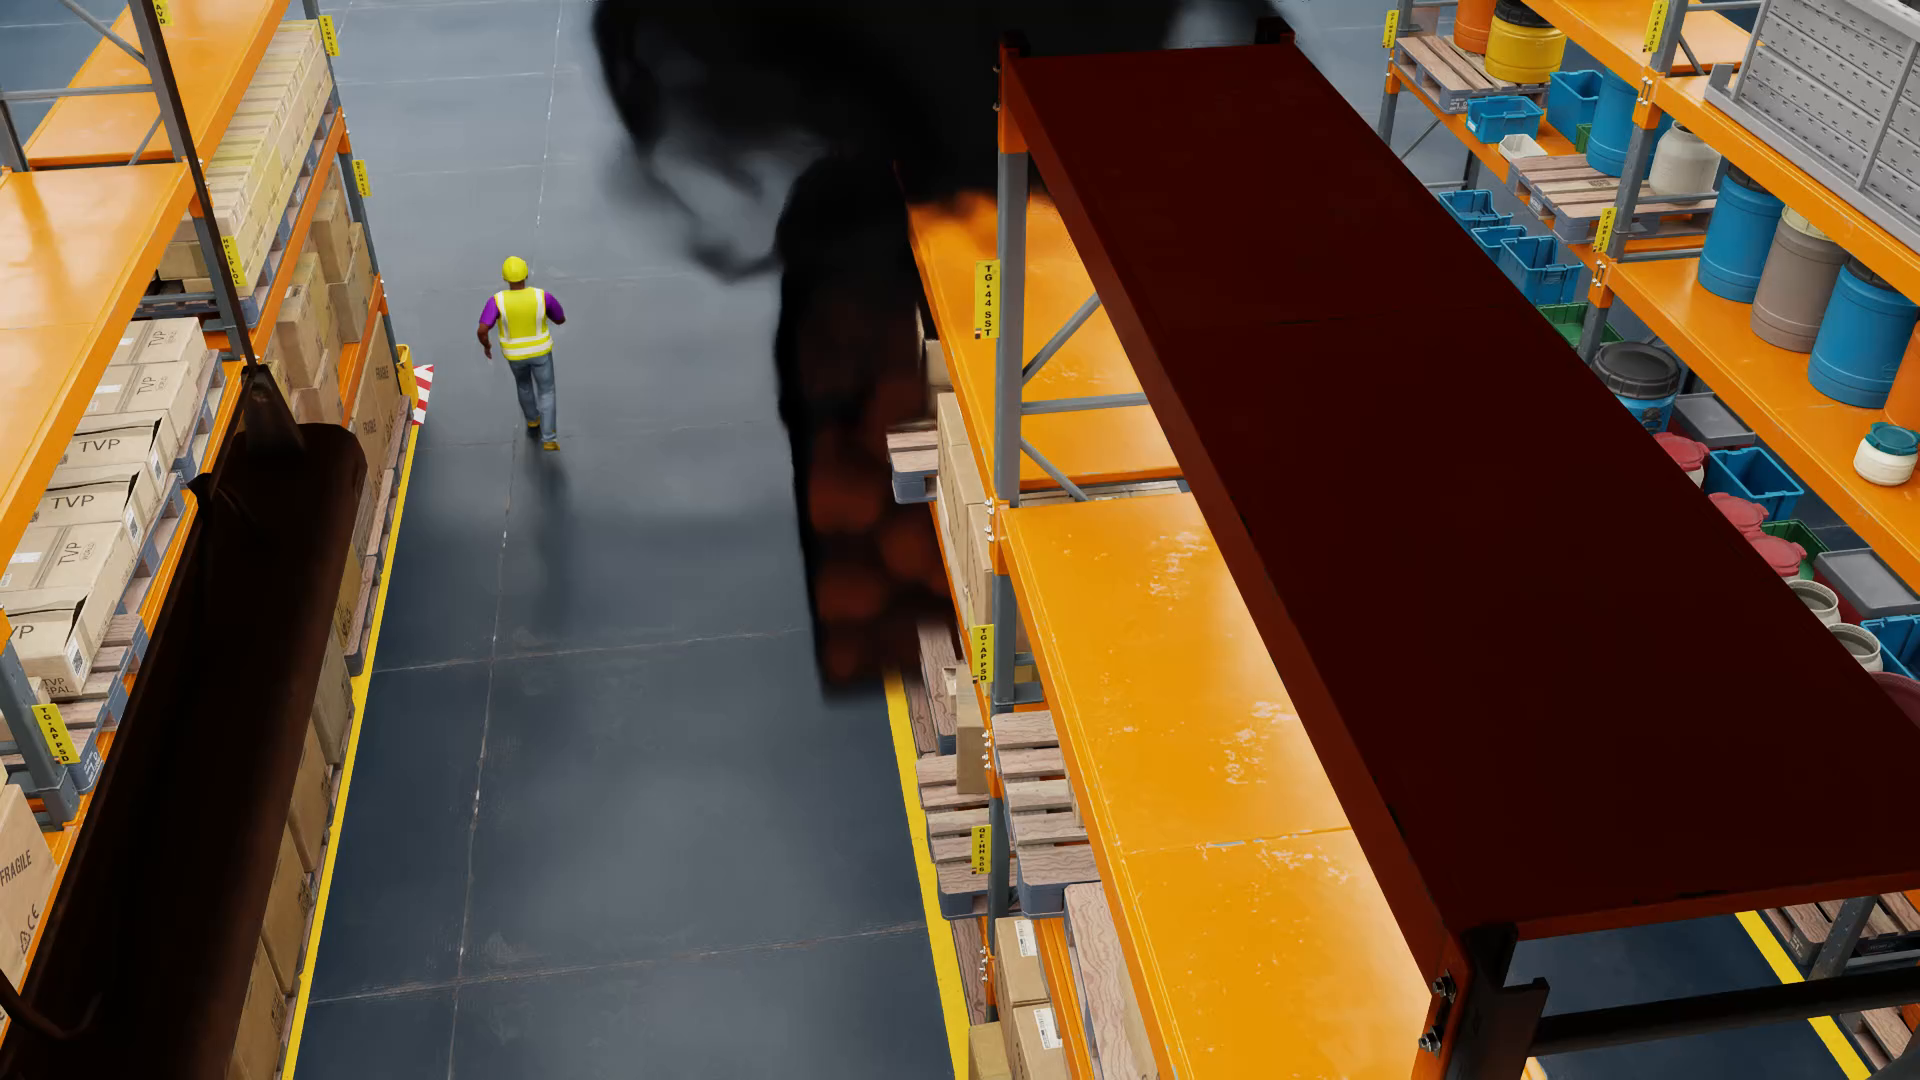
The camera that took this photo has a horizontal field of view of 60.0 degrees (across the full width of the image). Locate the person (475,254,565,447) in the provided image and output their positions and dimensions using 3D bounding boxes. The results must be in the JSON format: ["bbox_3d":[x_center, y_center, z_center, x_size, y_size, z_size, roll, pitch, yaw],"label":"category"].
[{"bbox_3d":[-3.702,-1.636,14.165,0.731,1.754,0.924,-8,37,-11],"label":"person"}]
